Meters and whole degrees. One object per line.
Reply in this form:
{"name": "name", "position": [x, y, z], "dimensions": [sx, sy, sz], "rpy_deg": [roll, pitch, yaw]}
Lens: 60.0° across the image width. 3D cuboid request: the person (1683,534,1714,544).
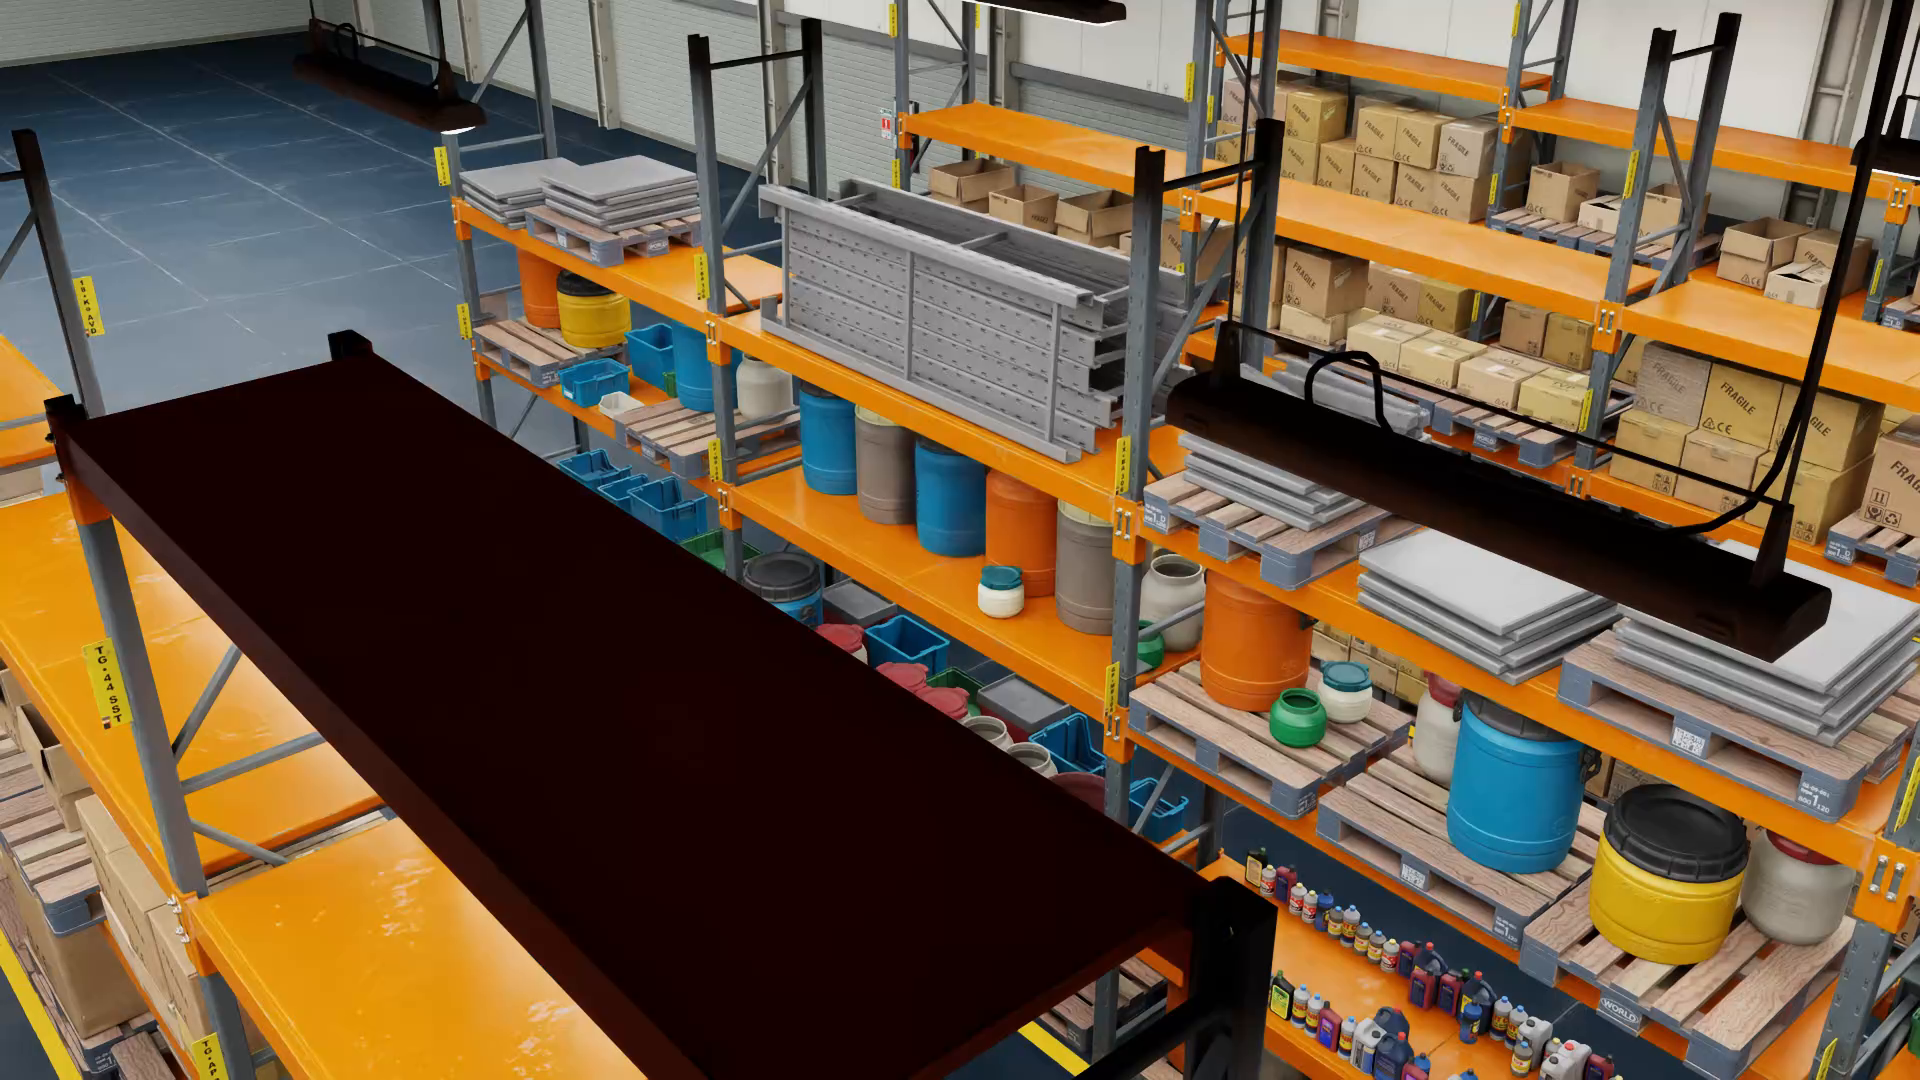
{"name": "person", "position": [6.812, 0.227, 15.331], "dimensions": [0.449, 1.587, 1.043], "rpy_deg": [-22, 34, -37]}
